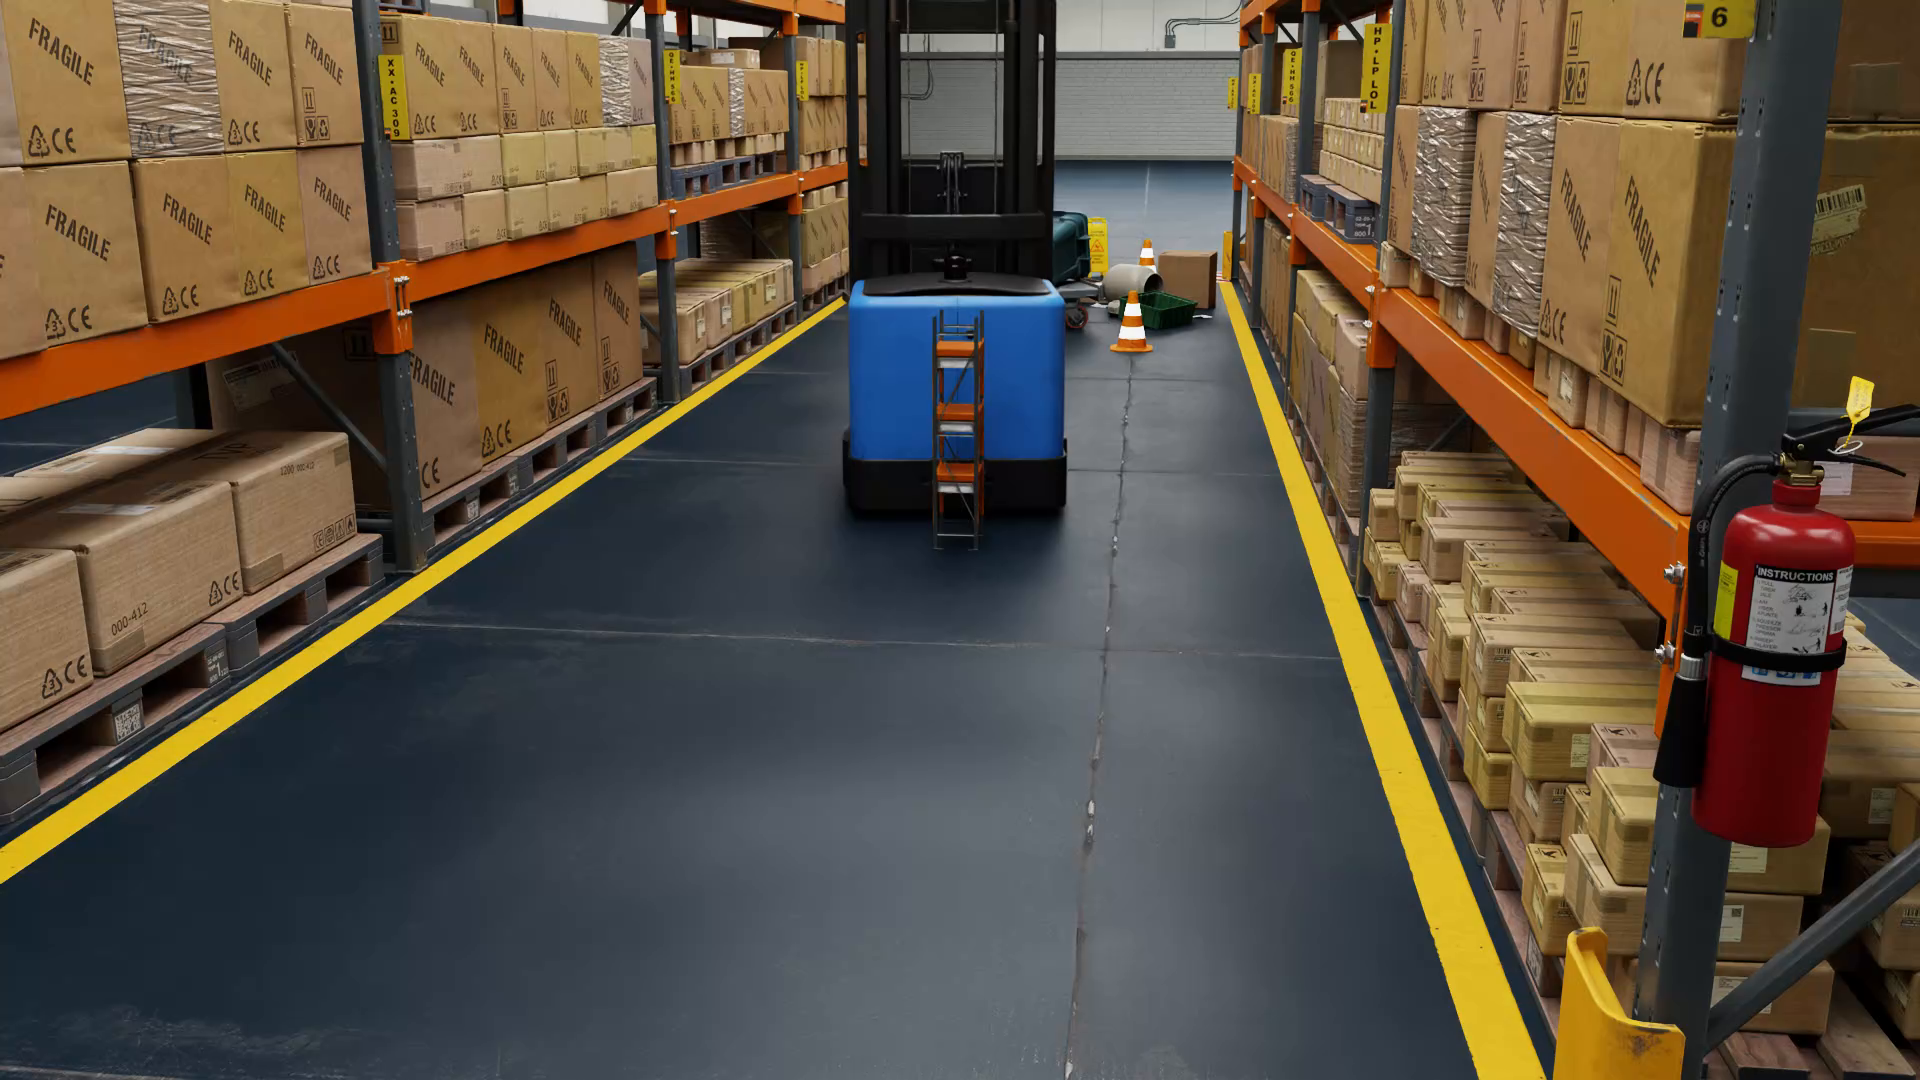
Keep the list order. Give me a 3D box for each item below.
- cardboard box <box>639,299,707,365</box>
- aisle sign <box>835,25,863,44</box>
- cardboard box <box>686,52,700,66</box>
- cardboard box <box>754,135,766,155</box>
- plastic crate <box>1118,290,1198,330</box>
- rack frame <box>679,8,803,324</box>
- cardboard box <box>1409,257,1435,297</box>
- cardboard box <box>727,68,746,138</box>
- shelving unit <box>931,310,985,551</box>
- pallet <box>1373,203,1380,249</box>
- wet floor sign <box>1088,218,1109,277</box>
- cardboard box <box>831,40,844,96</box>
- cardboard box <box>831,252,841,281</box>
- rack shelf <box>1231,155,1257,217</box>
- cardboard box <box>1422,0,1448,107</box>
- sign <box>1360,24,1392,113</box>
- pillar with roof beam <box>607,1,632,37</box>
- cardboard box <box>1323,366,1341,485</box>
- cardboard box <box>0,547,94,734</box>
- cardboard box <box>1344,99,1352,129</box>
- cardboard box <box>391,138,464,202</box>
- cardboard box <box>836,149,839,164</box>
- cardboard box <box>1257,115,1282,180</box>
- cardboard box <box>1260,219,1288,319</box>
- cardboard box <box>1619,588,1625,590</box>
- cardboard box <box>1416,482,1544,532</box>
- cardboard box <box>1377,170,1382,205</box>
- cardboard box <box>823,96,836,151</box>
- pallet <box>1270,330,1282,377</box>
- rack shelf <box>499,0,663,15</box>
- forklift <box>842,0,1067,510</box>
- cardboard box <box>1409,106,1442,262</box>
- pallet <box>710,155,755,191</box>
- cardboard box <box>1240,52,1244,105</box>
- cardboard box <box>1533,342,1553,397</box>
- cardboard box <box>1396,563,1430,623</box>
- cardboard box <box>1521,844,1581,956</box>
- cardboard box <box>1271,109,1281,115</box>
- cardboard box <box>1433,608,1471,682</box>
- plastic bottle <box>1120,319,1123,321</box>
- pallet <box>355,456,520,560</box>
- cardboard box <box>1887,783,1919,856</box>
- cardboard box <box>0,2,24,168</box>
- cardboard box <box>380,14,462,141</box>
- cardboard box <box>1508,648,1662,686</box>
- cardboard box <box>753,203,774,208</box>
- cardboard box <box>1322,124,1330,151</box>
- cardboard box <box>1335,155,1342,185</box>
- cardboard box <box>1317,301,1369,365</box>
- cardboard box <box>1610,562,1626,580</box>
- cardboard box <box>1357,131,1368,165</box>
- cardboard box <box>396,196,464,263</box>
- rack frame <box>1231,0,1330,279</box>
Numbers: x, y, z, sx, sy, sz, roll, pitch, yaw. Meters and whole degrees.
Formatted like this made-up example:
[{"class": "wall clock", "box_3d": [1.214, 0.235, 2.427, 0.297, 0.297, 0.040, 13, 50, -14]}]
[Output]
[{"class": "cardboard box", "box_3d": [-2.283, -1.442, 11.477, 0.950, 0.372, 0.625, 1, 15, 2]}, {"class": "aisle sign", "box_3d": [-1.159, -5.699, 18.010, 0.394, 0.787, 0.004, 2, 15, 6]}, {"class": "cardboard box", "box_3d": [-2.310, -3.995, 13.881, 0.380, 0.149, 0.250, 2, 15, 6]}, {"class": "cardboard box", "box_3d": [-1.755, -3.137, 13.192, 0.380, 0.149, 0.250, 2, 15, 7]}, {"class": "plastic crate", "box_3d": [1.742, -2.033, 14.711, 0.450, 0.188, 0.662, 22, 25, 31]}, {"class": "rack frame", "box_3d": [-1.906, -3.399, 14.485, 1.000, 3.000, 0.127, 2, 15, 6]}, {"class": "cardboard box", "box_3d": [1.809, -0.950, 5.910, 0.380, 0.149, 0.250, 2, 15, 8]}, {"class": "cardboard box", "box_3d": [-1.907, -3.269, 12.437, 0.500, 0.500, 0.500, 1, 15, 4]}, {"class": "shelving unit", "box_3d": [-0.006, -0.493, 7.474, 0.215, 1.050, 0.252, 2, 15, 6]}, {"class": "pallet", "box_3d": [2.352, -1.306, 7.111, 1.003, 0.211, 1.213, 2, 15, 6]}, {"class": "wet floor sign", "box_3d": [1.511, -3.246, 18.430, 0.267, 0.644, 0.232, -1, 15, -3]}, {"class": "cardboard box", "box_3d": [-1.478, -4.442, 15.667, 0.700, 0.500, 0.500, 1, 15, 5]}, {"class": "cardboard box", "box_3d": [-1.465, -2.696, 16.348, 0.500, 0.250, 0.500, 1, 15, 6]}, {"class": "rack shelf", "box_3d": [3.250, -3.451, 16.055, 1.077, 0.370, 4.000, 2, 15, 6]}, {"class": "cardboard box", "box_3d": [1.785, -1.634, 5.282, 0.500, 0.500, 0.500, 1, 15, 5]}, {"class": "sign", "box_3d": [1.570, -1.779, 6.275, 0.100, 0.325, 0.005, 2, 15, 6]}, {"class": "pillar with roof beam", "box_3d": [-1.729, -10.309, 28.547, 9.100, 9.000, 0.400, 2, 15, 6]}, {"class": "cardboard box", "box_3d": [2.013, -0.533, 7.870, 0.500, 0.500, 0.500, 1, 15, 5]}, {"class": "cardboard box", "box_3d": [-3.190, 0.336, 4.777, 0.875, 0.438, 0.875, 2, 15, 8]}, {"class": "cardboard box", "box_3d": [2.209, -2.224, 8.677, 0.380, 0.149, 0.250, 2, 15, 9]}, {"class": "cardboard box", "box_3d": [-2.479, -1.599, 7.157, 0.500, 0.250, 0.500, 1, 15, 5]}, {"class": "cardboard box", "box_3d": [-1.397, -3.747, 16.255, 0.380, 0.149, 0.250, 2, 15, 6]}, {"class": "cardboard box", "box_3d": [2.697, -3.199, 13.554, 0.500, 0.500, 0.500, 2, 15, 7]}, {"class": "cardboard box", "box_3d": [3.044, -2.232, 13.676, 1.050, 0.750, 0.750, 2, 15, 6]}, {"class": "cardboard box", "box_3d": [2.186, 0.255, 5.060, 0.380, 0.149, 0.250, 1, 15, 4]}, {"class": "cardboard box", "box_3d": [1.807, -0.098, 5.795, 0.380, 0.149, 0.250, 1, 15, 5]}, {"class": "cardboard box", "box_3d": [2.028, -1.526, 7.238, 0.380, 0.149, 0.250, 2, 15, 6]}, {"class": "cardboard box", "box_3d": [-1.476, -3.957, 15.789, 0.500, 0.500, 0.500, 2, 15, 6]}, {"class": "pallet", "box_3d": [2.877, -1.413, 12.485, 1.003, 0.211, 1.213, 2, 15, 6]}, {"class": "rack shelf", "box_3d": [-2.583, -2.943, 8.432, 1.077, 0.370, 4.000, 2, 15, 6]}, {"class": "forklift", "box_3d": [-0.057, -1.888, 9.030, 1.130, 2.935, 3.031, 0, 15, -2]}, {"class": "cardboard box", "box_3d": [1.766, -1.147, 5.394, 0.500, 0.500, 0.500, 2, 15, 6]}, {"class": "pallet", "box_3d": [-2.174, -2.783, 12.576, 1.003, 0.211, 1.213, 2, 15, 6]}, {"class": "cardboard box", "box_3d": [3.395, -4.815, 17.367, 0.875, 0.550, 0.550, 2, 15, 6]}, {"class": "cardboard box", "box_3d": [1.569, -0.402, 3.882, 0.380, 0.149, 0.250, 1, 15, 4]}, {"class": "cardboard box", "box_3d": [1.755, 0.189, 5.873, 0.380, 0.149, 0.250, 2, 15, 6]}, {"class": "cardboard box", "box_3d": [1.451, 0.794, 3.635, 0.380, 0.149, 0.250, 2, 15, 8]}, {"class": "cardboard box", "box_3d": [3.054, -3.448, 14.378, 0.875, 0.550, 0.550, 2, 15, 6]}, {"class": "cardboard box", "box_3d": [1.599, 0.310, 4.856, 0.380, 0.149, 0.250, 2, 15, 7]}, {"class": "plastic bottle", "box_3d": [1.556, -1.977, 14.855, 0.133, 0.061, 0.283, -6, 16, -23]}, {"class": "pallet", "box_3d": [-2.796, -0.180, 7.924, 1.003, 0.211, 1.213, 2, 15, 6]}, {"class": "cardboard box", "box_3d": [2.067, 0.594, 3.238, 0.380, 0.149, 0.250, 1, 15, 4]}, {"class": "cardboard box", "box_3d": [-2.821, -1.201, 4.251, 0.500, 0.500, 0.500, 2, 15, 6]}, {"class": "cardboard box", "box_3d": [-2.473, -1.960, 7.058, 0.500, 0.500, 0.500, 2, 15, 7]}, {"class": "cardboard box", "box_3d": [1.559, 0.375, 4.046, 0.380, 0.149, 0.250, 1, 15, 4]}, {"class": "cardboard box", "box_3d": [-2.050, -2.929, 15.776, 0.500, 0.500, 0.500, 2, 15, 7]}, {"class": "cardboard box", "box_3d": [2.319, -2.347, 9.703, 0.380, 0.149, 0.250, 2, 15, 9]}, {"class": "cardboard box", "box_3d": [2.232, -2.003, 9.001, 0.380, 0.149, 0.250, 2, 15, 9]}, {"class": "cardboard box", "box_3d": [2.071, -1.033, 8.285, 0.500, 0.250, 0.500, 1, 15, 4]}, {"class": "cardboard box", "box_3d": [2.284, 0.052, 5.240, 0.380, 0.149, 0.250, 1, 15, 4]}, {"class": "cardboard box", "box_3d": [2.115, -1.880, 7.976, 0.380, 0.149, 0.250, 2, 15, 7]}, {"class": "cardboard box", "box_3d": [-2.496, -1.358, 7.224, 0.500, 0.250, 0.500, 1, 15, 5]}, {"class": "rack frame", "box_3d": [3.476, -4.317, 17.879, 1.000, 3.000, 0.127, 2, 15, 6]}]
